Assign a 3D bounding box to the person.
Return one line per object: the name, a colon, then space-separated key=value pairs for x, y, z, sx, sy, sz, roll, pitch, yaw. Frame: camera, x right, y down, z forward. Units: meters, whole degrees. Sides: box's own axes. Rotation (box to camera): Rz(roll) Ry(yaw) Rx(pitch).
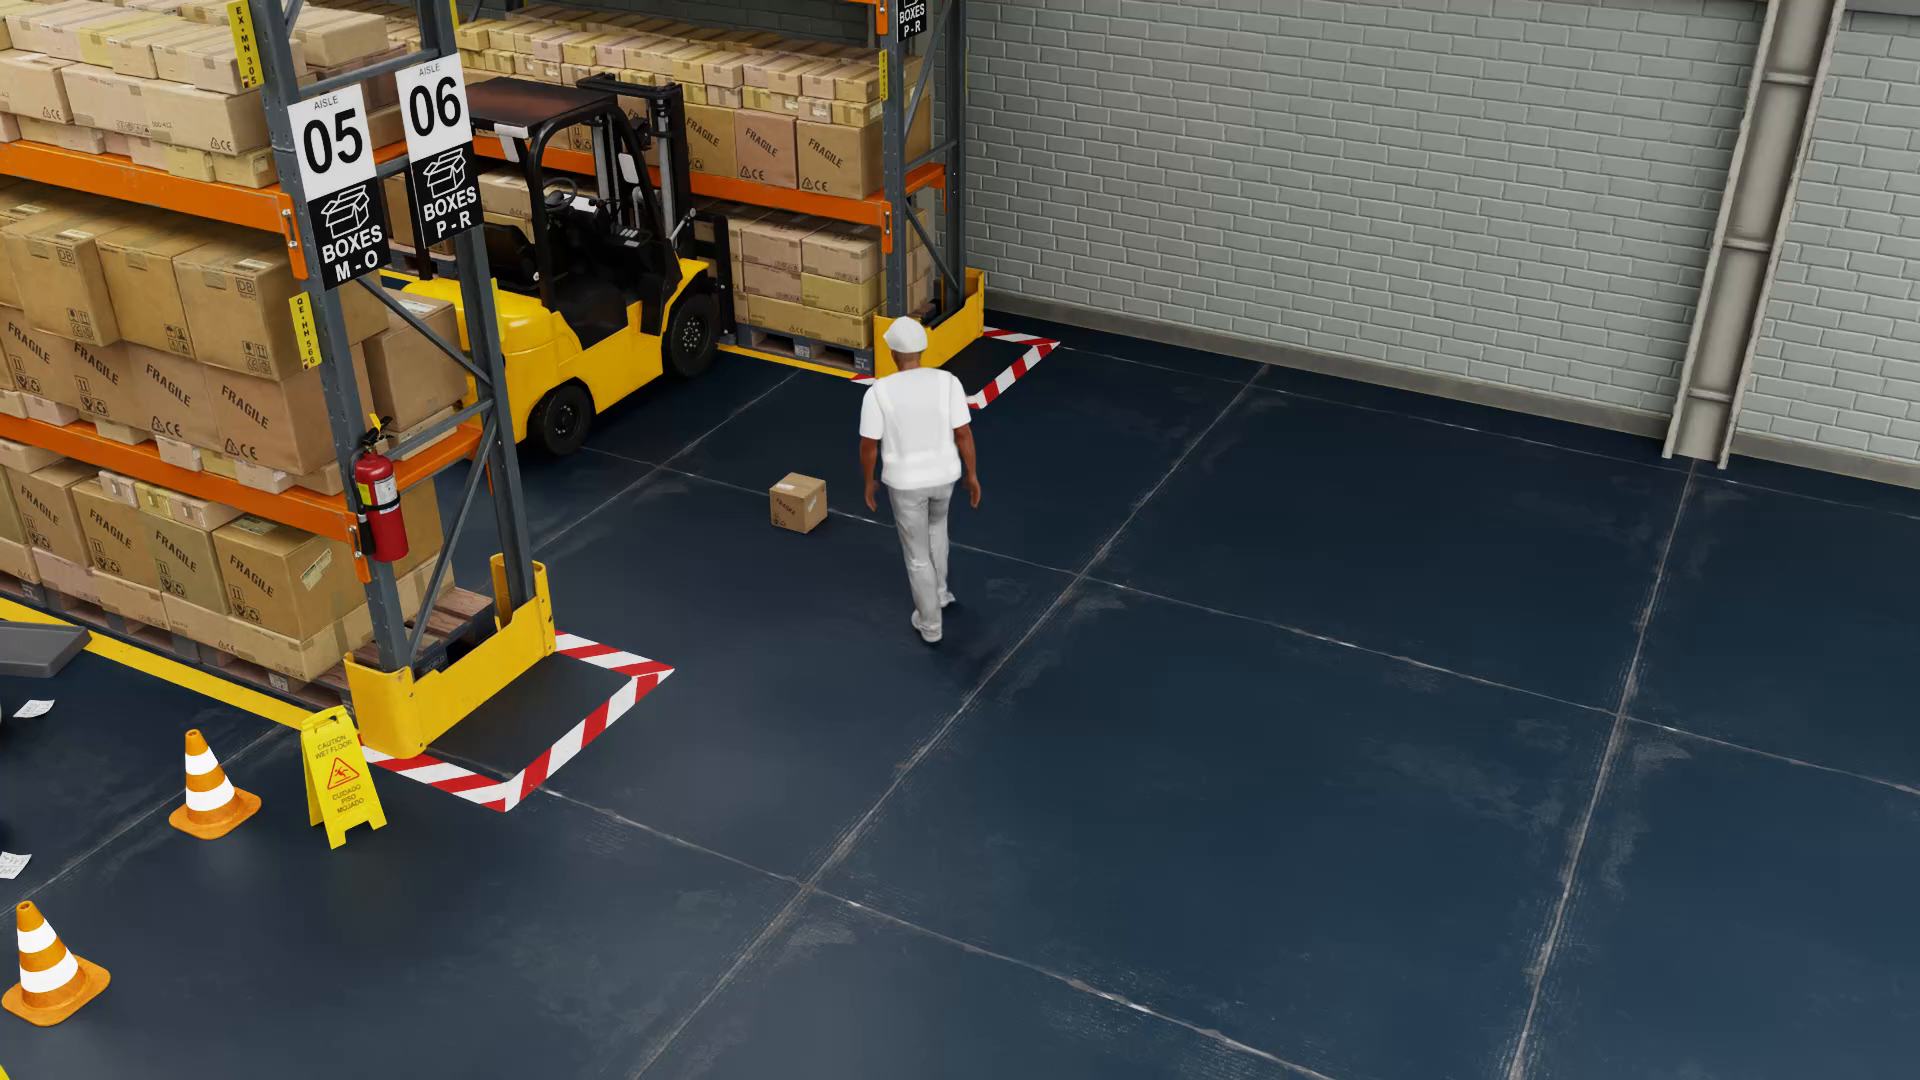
person: x=-0.215 y=-0.300 z=8.799 sx=0.606 sy=1.783 sz=0.564 roll=-10 pitch=31 yaw=-16
